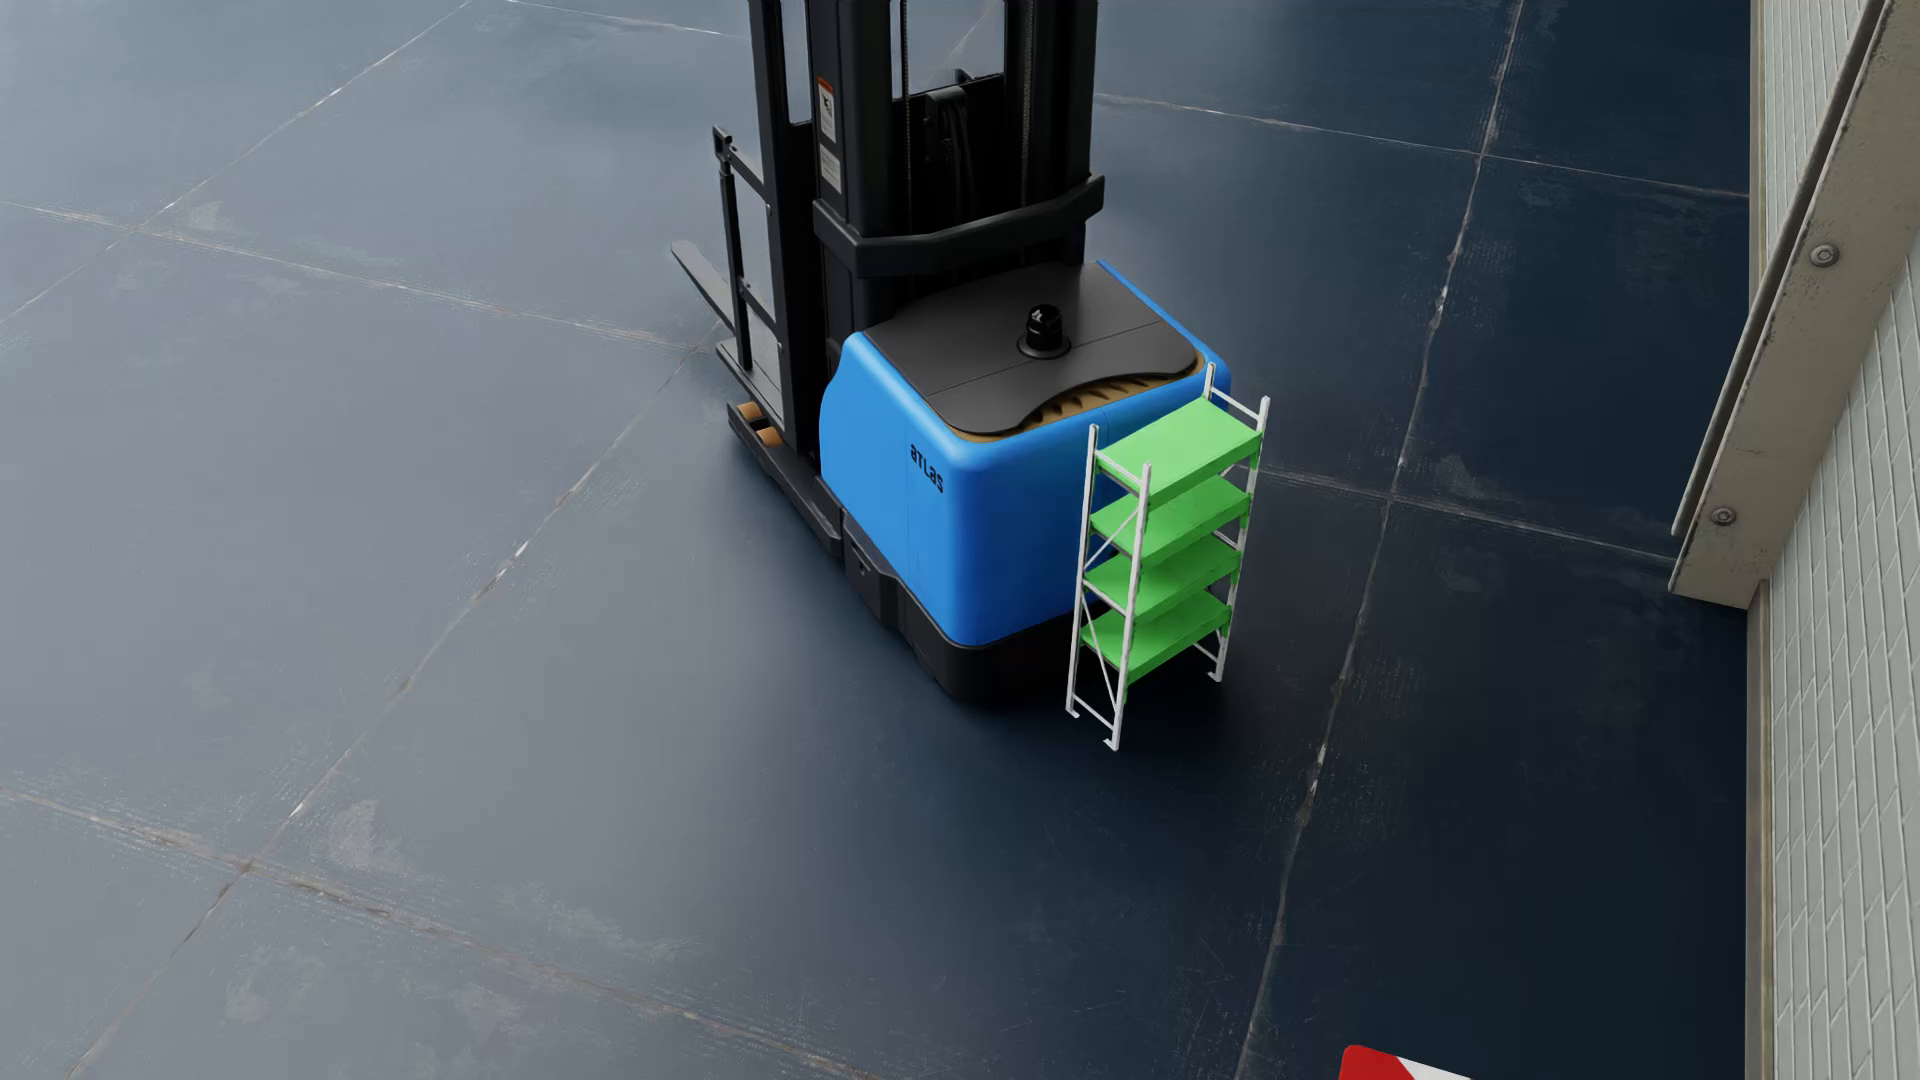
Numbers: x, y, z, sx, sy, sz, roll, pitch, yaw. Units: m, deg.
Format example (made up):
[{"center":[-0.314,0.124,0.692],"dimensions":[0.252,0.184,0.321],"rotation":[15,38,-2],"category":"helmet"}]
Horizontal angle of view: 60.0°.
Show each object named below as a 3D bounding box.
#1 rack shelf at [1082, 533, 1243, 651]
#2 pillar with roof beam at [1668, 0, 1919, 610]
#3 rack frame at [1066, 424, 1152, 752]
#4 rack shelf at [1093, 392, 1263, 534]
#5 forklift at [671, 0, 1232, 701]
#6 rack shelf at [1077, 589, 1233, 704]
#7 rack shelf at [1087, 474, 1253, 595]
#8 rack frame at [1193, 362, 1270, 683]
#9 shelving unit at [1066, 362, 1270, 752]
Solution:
[{"center":[0.633,0.125,5.273],"dimensions":[0.480,0.148,0.258],"rotation":[-29,49,-29],"category":"rack shelf"},{"center":[-1.266,-4.276,4.329],"dimensions":[9.100,9.000,0.400],"rotation":[13,42,15],"category":"pillar with roof beam"},{"center":[0.446,0.178,5.111],"dimensions":[0.015,1.200,0.240],"rotation":[-29,49,-29],"category":"rack frame"},{"center":[0.640,-0.234,4.954],"dimensions":[0.480,0.148,0.258],"rotation":[-29,49,-29],"category":"rack shelf"},{"center":[-0.274,-1.525,5.780],"dimensions":[1.130,2.935,3.031],"rotation":[-20,44,-22],"category":"forklift"},{"center":[0.629,0.304,5.432],"dimensions":[0.480,0.148,0.258],"rotation":[-29,49,-29],"category":"rack shelf"},{"center":[0.636,-0.055,5.114],"dimensions":[0.480,0.148,0.258],"rotation":[-29,49,-29],"category":"rack shelf"},{"center":[0.821,-0.025,5.349],"dimensions":[0.015,1.200,0.240],"rotation":[-29,49,-29],"category":"rack frame"},{"center":[0.634,0.077,5.230],"dimensions":[0.503,1.200,0.258],"rotation":[-29,49,-29],"category":"shelving unit"}]
